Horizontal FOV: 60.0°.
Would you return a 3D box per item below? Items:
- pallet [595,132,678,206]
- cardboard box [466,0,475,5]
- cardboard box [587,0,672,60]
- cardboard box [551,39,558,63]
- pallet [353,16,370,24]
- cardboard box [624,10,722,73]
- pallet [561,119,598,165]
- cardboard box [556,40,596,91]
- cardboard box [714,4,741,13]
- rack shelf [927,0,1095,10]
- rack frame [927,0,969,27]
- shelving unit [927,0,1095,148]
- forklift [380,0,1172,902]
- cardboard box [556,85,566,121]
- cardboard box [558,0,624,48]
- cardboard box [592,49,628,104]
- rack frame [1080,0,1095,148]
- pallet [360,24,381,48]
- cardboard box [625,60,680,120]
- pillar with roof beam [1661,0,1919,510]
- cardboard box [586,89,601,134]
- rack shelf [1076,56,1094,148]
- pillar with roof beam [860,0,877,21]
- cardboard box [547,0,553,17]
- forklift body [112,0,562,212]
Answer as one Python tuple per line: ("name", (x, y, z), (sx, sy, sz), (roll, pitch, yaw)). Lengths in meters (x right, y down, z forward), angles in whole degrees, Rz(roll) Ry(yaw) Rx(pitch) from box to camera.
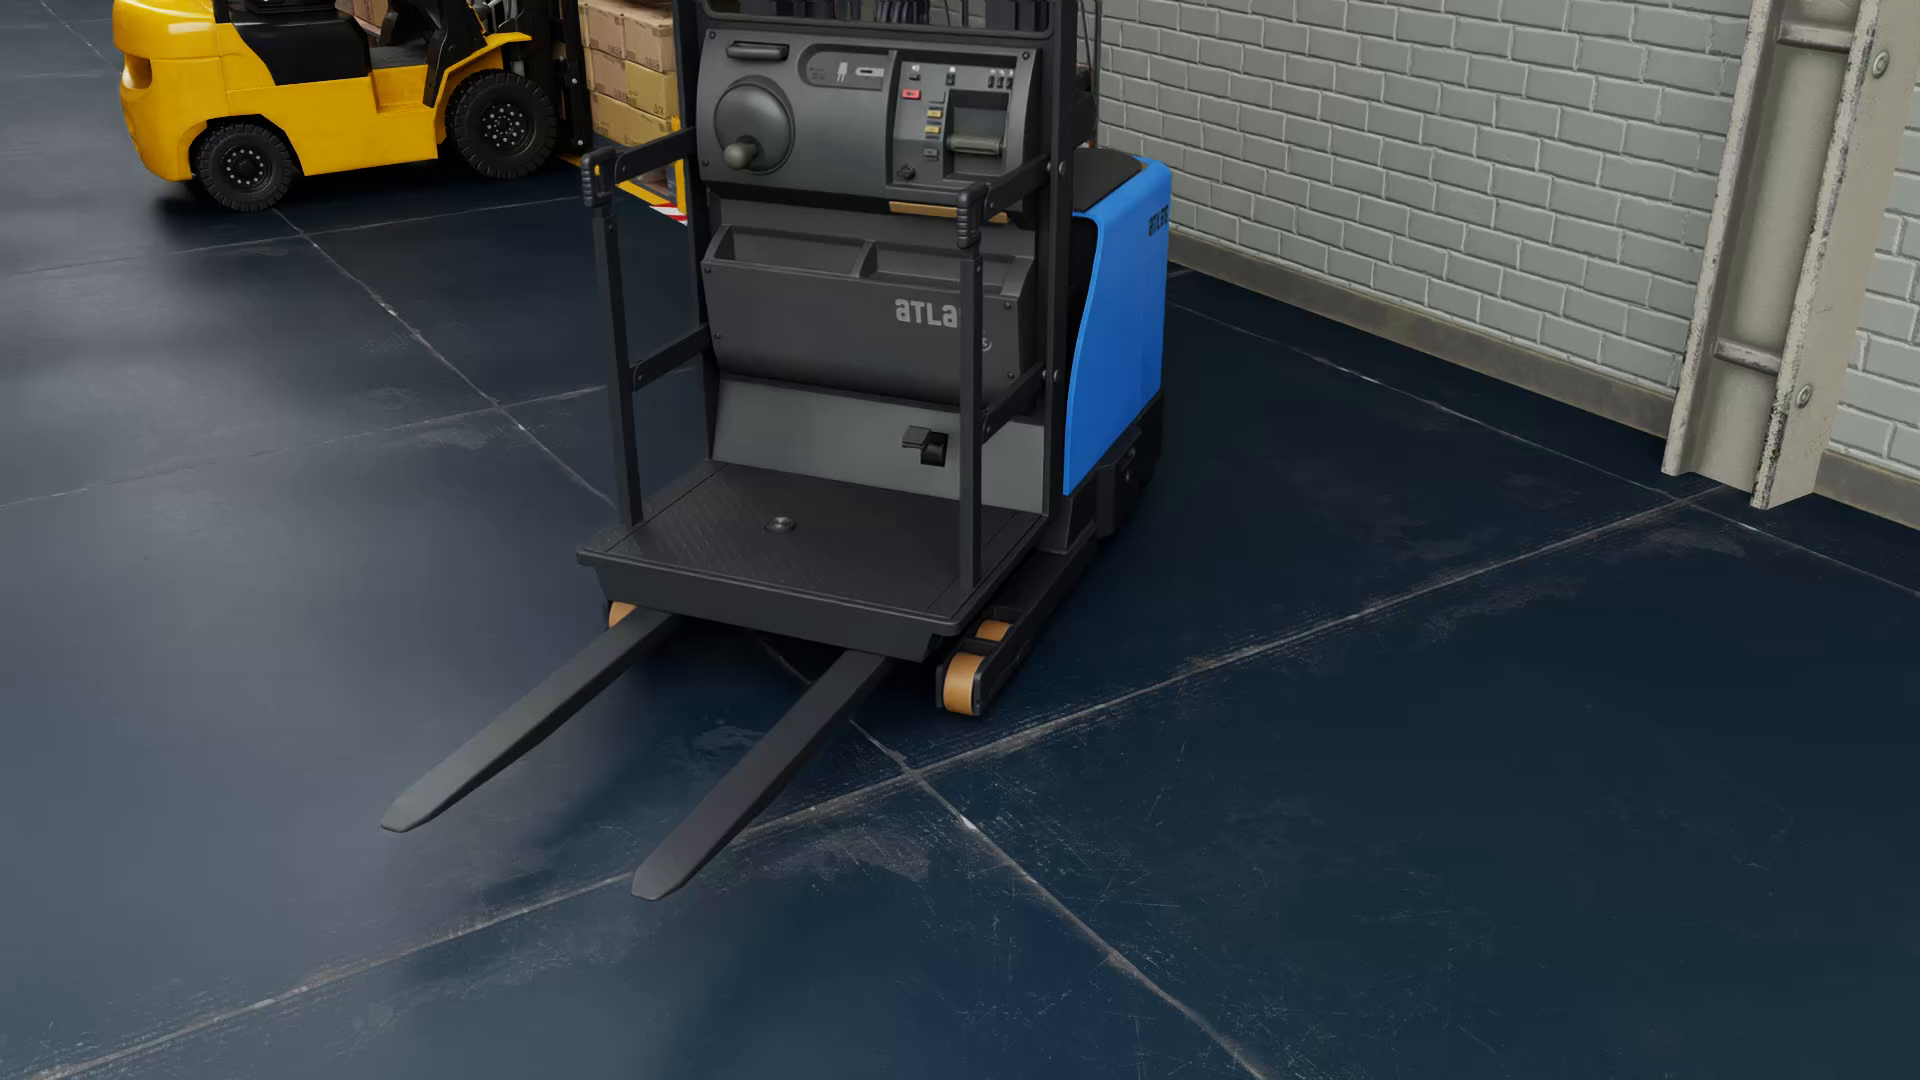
("pallet", (-1.444, -2.251, 9.771), (1.003, 0.211, 1.213), (-16, 29, -30))
("cardboard box", (-3.173, -3.831, 11.410), (0.500, 0.250, 0.500), (-16, 30, -30))
("cardboard box", (-1.787, -2.920, 9.479), (0.500, 0.250, 0.500), (-15, 29, -29))
("cardboard box", (-2.353, -3.063, 10.369), (0.500, 0.250, 0.500), (-16, 29, -30))
("pallet", (-4.941, -4.545, 14.630), (1.003, 0.211, 1.213), (-16, 29, -30))
("cardboard box", (-1.504, -2.739, 9.095), (0.500, 0.250, 0.500), (-14, 29, -28))
("pallet", (-2.105, -2.687, 10.694), (1.003, 0.211, 1.213), (-16, 29, -30))
("cardboard box", (-2.083, -2.883, 9.988), (0.500, 0.250, 0.500), (-16, 30, -31))
("cardboard box", (-1.095, -2.863, 9.358), (0.500, 0.250, 0.500), (-16, 30, -30))
("rack shelf", (0.181, -2.038, 5.500), (0.480, 0.518, 0.431), (9, 27, 19))
("rack frame", (-0.046, -1.455, 5.873), (0.015, 2.100, 0.400), (9, 27, 19))
("shelving unit", (0.179, -1.418, 5.794), (0.499, 2.100, 0.431), (9, 27, 19))
("forklift", (-0.250, -1.161, 4.277), (1.130, 2.935, 3.474), (10, 27, 20))
("cardboard box", (-2.344, -2.831, 10.461), (0.500, 0.250, 0.500), (-15, 29, -28))
("cardboard box", (-2.071, -3.098, 9.857), (0.500, 0.250, 0.500), (-15, 29, -29))
("cardboard box", (-1.783, -2.704, 9.607), (0.500, 0.250, 0.500), (-16, 30, -30))
("rack frame", (0.409, -1.380, 5.714), (0.006, 1.831, 0.380), (9, 27, 19))
("pallet", (-4.280, -4.109, 13.707), (1.003, 0.211, 1.213), (-16, 29, -30))
("cardboard box", (-1.519, -2.522, 9.222), (0.500, 0.250, 0.500), (-16, 30, -30))
("pillar with roof beam", (-0.947, -3.271, 1.637), (9.100, 9.000, 0.400), (-16, 29, -30))
("cardboard box", (-2.041, -2.650, 10.079), (0.500, 0.250, 0.500), (-15, 29, -29))
("rack shelf", (0.181, -1.405, 5.799), (0.480, 0.518, 0.431), (9, 27, 19))
("pillar with roof beam", (-4.223, -5.417, 6.183), (9.100, 9.000, 0.400), (-16, 29, -30))
("cardboard box", (-2.341, -3.281, 10.244), (0.500, 0.250, 0.500), (-16, 30, -31))
("forklift body", (-3.555, -3.117, 9.334), (2.313, 2.155, 1.214), (-16, 29, -30))
